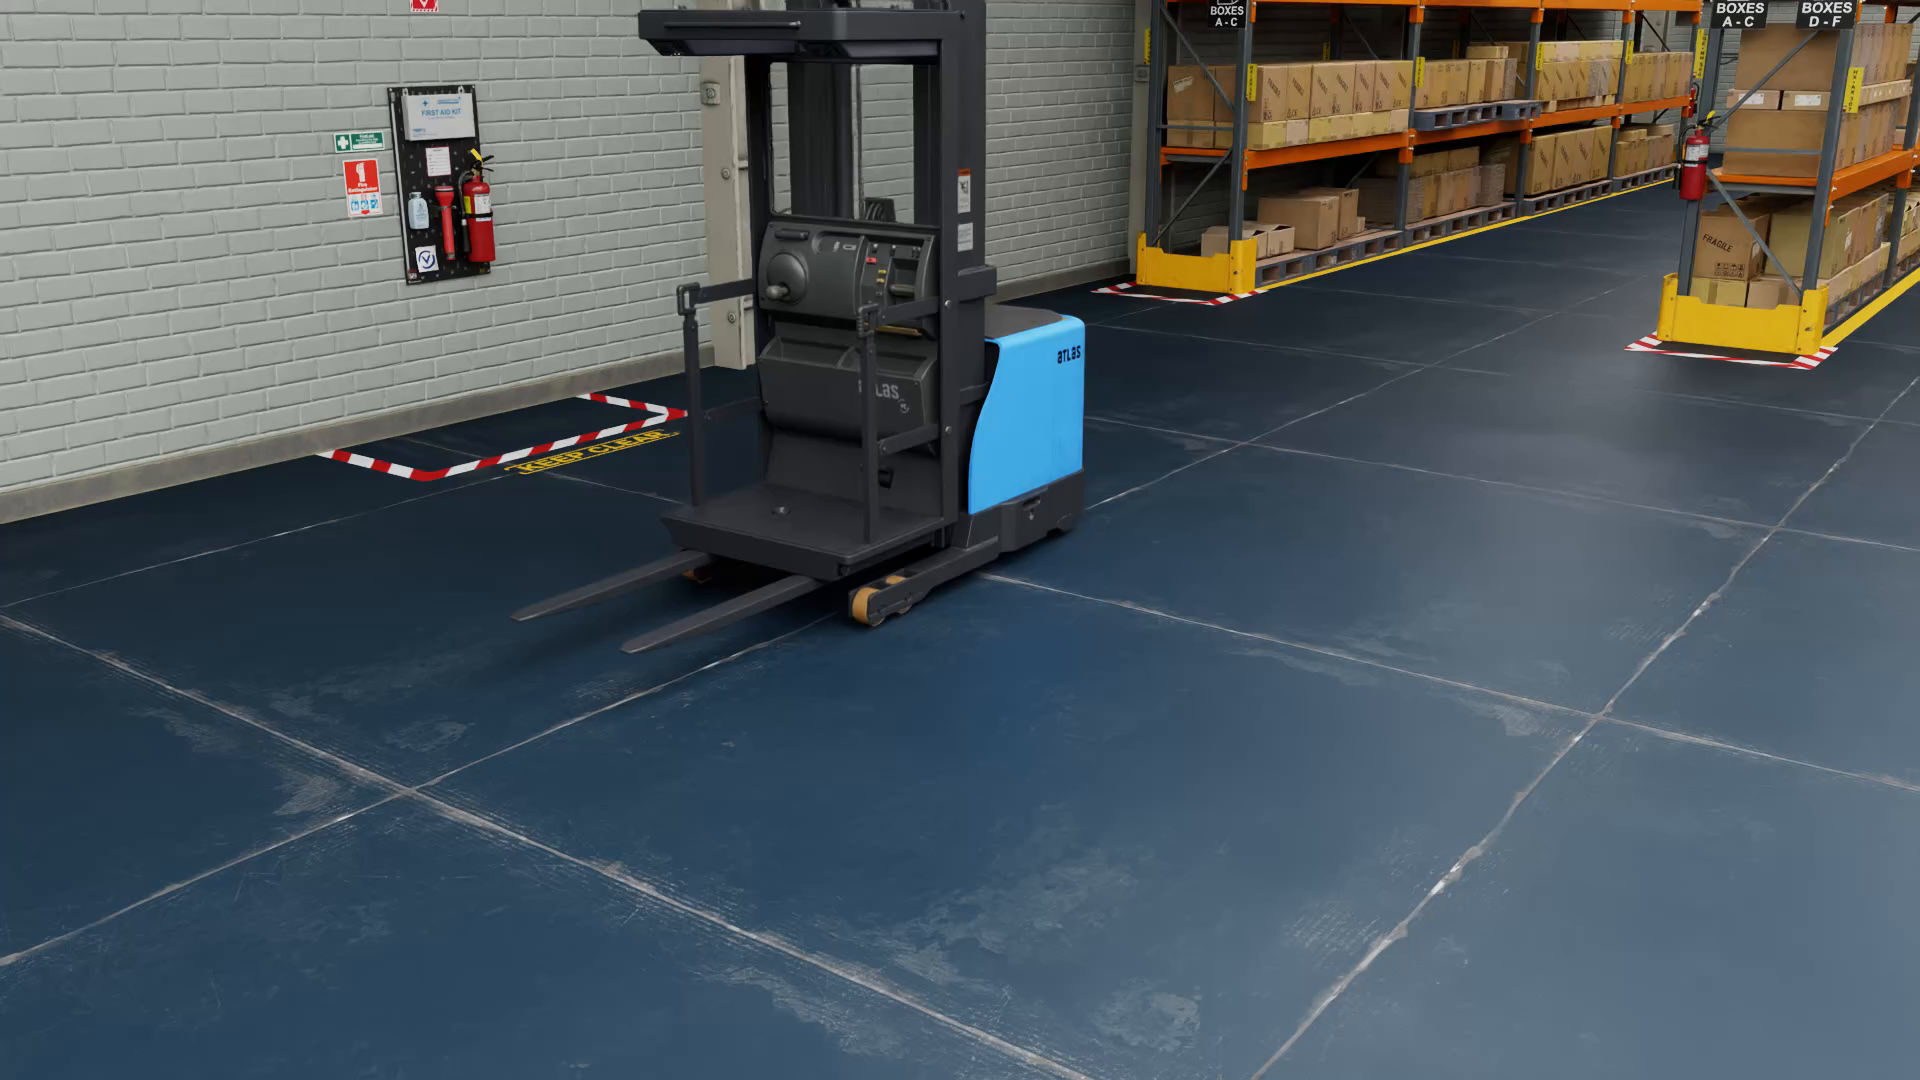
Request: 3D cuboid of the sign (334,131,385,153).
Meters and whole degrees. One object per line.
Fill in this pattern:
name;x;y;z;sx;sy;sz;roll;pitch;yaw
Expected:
sign;-3.527;-2.340;9.767;0.001;0.109;0.331;12;21;35

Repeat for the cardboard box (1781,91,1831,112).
cardboard box;6.619;-3.414;12.916;0.380;0.149;0.250;12;21;34

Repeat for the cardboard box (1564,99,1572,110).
cardboard box;8.286;-6.075;23.138;0.380;0.149;0.250;13;21;35

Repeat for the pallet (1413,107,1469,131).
pallet;5.187;-4.893;19.264;1.003;0.211;1.213;12;21;35

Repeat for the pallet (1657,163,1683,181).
pallet;11.351;-6.150;27.692;1.003;0.211;1.213;12;21;35

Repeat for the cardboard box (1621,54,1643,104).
cardboard box;9.718;-7.003;25.230;0.980;0.700;0.700;13;21;36

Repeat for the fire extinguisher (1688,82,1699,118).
fire extinguisher;12.225;-7.425;27.856;0.296;0.674;0.183;12;21;35

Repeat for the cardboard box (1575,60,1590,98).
cardboard box;8.413;-6.417;23.145;0.500;0.500;0.500;13;22;36

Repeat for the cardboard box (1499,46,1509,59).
cardboard box;6.817;-6.261;21.342;0.380;0.149;0.250;9;20;28

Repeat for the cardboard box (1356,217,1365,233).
cardboard box;4.320;-3.552;18.660;0.380;0.166;0.250;9;20;28

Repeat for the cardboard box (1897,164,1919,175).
cardboard box;11.378;-4.559;20.075;0.500;0.250;0.500;13;22;37

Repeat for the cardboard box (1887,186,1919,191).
cardboard box;10.257;-3.648;17.917;0.500;0.311;0.500;12;21;34

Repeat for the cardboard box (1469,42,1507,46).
cardboard box;7.060;-6.492;22.122;0.500;0.250;0.500;13;22;36

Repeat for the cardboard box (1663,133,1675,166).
cardboard box;11.428;-6.508;27.651;0.700;0.500;0.500;12;21;35

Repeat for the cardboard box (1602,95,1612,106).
cardboard box;9.276;-6.428;24.275;0.380;0.149;0.250;13;21;36

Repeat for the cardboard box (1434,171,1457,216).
cardboard box;5.644;-4.269;20.405;0.700;0.500;0.500;13;21;35

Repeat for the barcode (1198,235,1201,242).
barcode;2.406;-3.029;16.717;0.001;0.075;0.075;12;21;35

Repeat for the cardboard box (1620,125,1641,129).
cardboard box;20.029;-3.429;15.054;30.097;1.090;9.268;13;21;35

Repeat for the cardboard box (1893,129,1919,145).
cardboard box;9.287;-4.008;16.517;0.380;0.149;0.250;12;21;35

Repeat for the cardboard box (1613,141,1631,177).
cardboard box;9.909;-5.900;25.692;0.700;0.500;0.500;13;21;35

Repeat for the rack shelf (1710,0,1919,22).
rack shelf;7.404;-4.566;14.044;1.077;0.370;4.000;12;21;35

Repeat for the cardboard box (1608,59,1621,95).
cardboard box;9.309;-6.778;24.309;0.500;0.500;0.500;12;21;34

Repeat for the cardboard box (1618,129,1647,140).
cardboard box;10.571;-6.383;26.155;0.380;0.149;0.250;12;21;33

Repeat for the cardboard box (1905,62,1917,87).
cardboard box;11.263;-5.324;19.454;0.700;0.500;0.500;5;18;16

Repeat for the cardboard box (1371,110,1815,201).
cardboard box;5.872;-3.634;16.540;4.849;1.100;0.969;13;21;35

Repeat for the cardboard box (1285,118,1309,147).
cardboard box;3.075;-3.999;16.284;0.500;0.250;0.500;12;21;33

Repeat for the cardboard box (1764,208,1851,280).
cardboard box;7.007;-2.454;13.752;0.500;0.500;0.500;12;21;35

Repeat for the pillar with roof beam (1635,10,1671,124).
pillar with roof beam;16.136;-10.586;27.160;9.100;9.000;0.400;12;21;35

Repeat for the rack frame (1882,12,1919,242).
rack frame;8.593;-3.954;15.918;0.949;2.616;0.053;12;21;35

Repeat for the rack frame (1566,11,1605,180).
rack frame;9.384;-6.733;24.866;0.949;2.616;0.053;12;21;35

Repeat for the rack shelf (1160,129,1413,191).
rack shelf;3.423;-4.008;17.305;1.077;0.370;4.000;12;21;35

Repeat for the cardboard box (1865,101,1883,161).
cardboard box;7.725;-3.649;14.767;0.700;0.500;0.500;13;21;35

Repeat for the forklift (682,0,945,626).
forklift;-0.631;-1.195;7.148;1.121;2.935;3.031;12;21;33

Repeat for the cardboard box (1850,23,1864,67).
cardboard box;6.841;-3.916;13.439;0.700;0.500;0.500;12;21;33

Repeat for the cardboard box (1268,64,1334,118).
cardboard box;3.373;-4.470;16.534;0.524;0.500;0.524;13;21;36

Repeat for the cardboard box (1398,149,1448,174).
cardboard box;5.607;-4.611;20.241;0.500;0.250;0.500;12;21;33

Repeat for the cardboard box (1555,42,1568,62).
cardboard box;7.795;-6.529;22.241;0.500;0.250;0.500;12;21;34

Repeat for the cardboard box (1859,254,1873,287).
cardboard box;7.903;-2.453;15.012;0.500;0.250;0.500;12;21;35

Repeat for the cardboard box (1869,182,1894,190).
cardboard box;10.125;-3.862;18.604;0.500;0.311;0.500;12;21;33

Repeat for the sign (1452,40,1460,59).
sign;6.550;-6.431;21.942;0.100;0.325;0.005;12;21;35

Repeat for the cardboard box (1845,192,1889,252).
cardboard box;9.374;-3.277;16.824;0.543;0.750;4.425;12;21;35

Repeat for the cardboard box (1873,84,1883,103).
cardboard box;7.692;-3.842;14.296;0.380;0.149;0.250;13;22;36
